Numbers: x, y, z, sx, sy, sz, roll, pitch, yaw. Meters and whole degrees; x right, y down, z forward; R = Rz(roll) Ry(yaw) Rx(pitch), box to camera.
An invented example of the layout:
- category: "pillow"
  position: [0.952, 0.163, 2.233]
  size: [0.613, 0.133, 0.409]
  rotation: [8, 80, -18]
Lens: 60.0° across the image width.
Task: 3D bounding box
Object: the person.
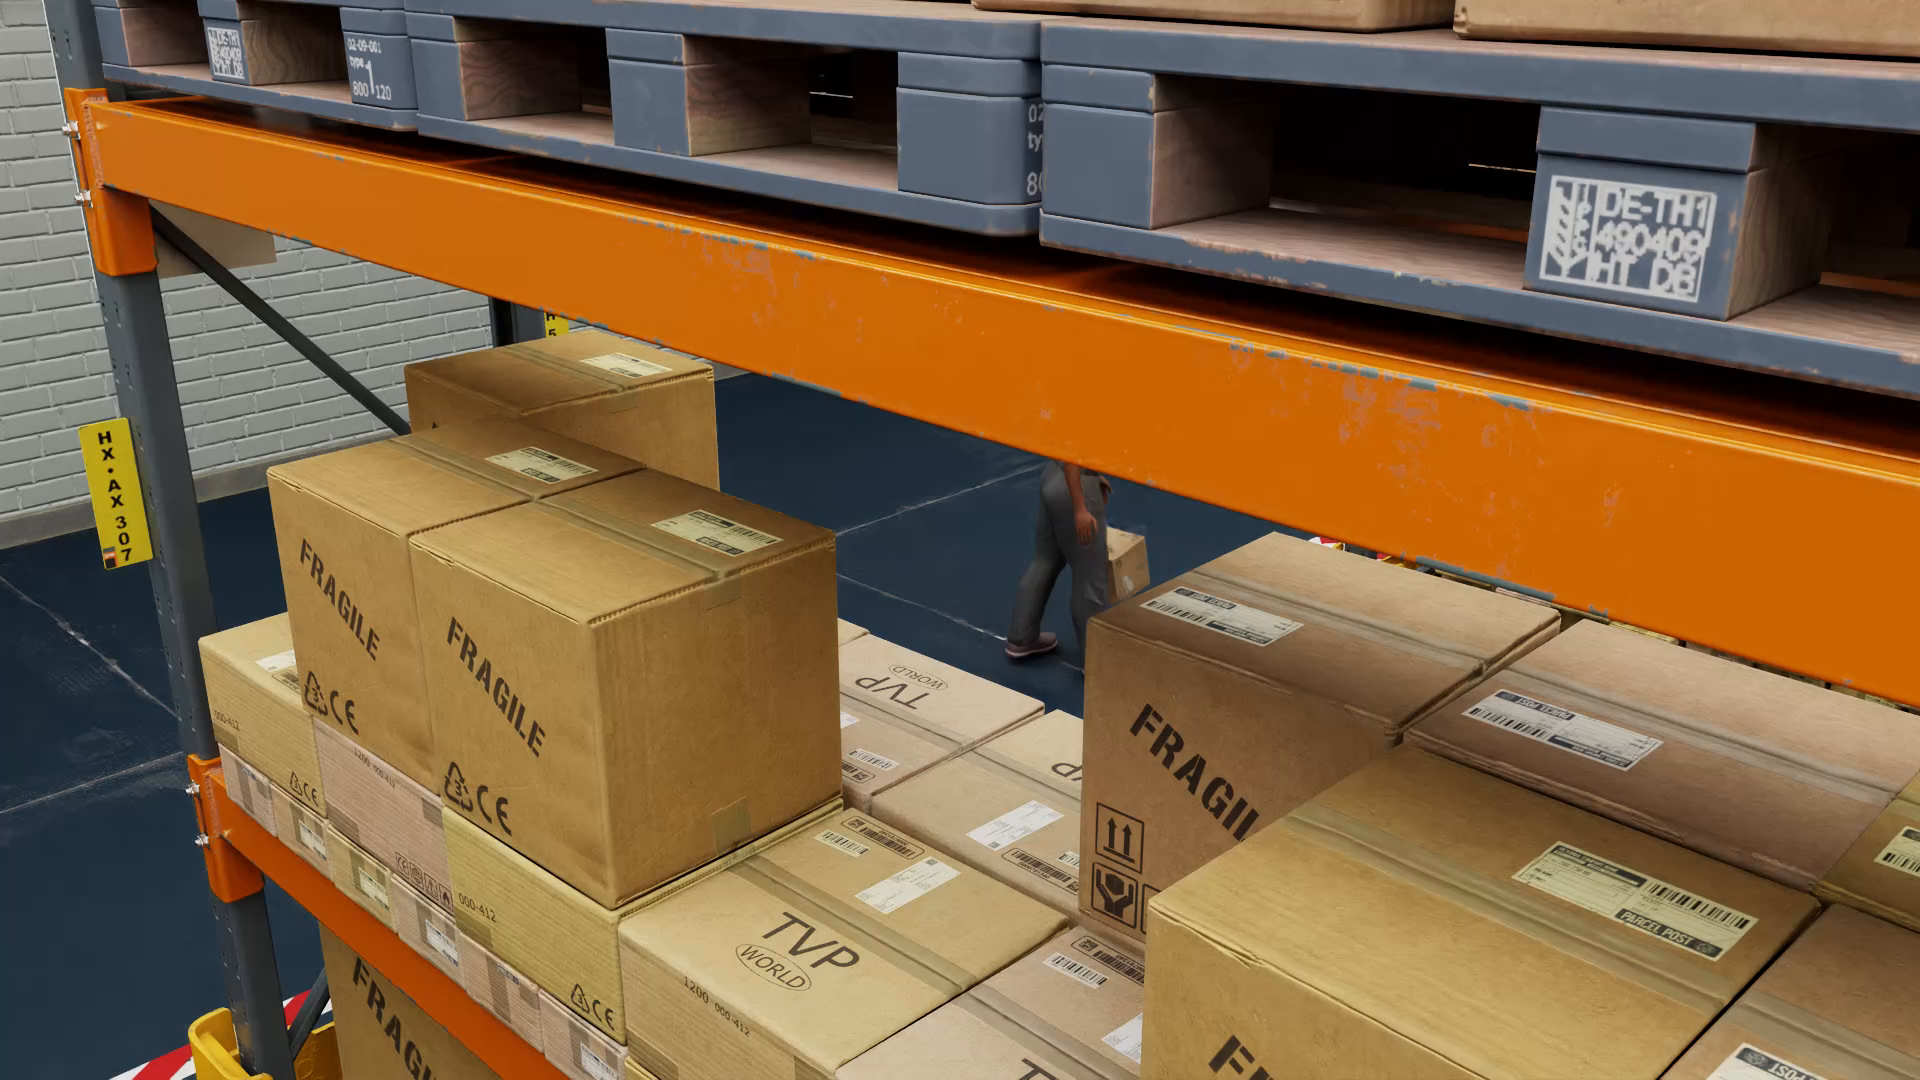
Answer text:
- category: "person"
  position: [0.512, -0.194, 7.087]
  size: [0.622, 1.649, 0.584]
  rotation: [0, 21, 1]
